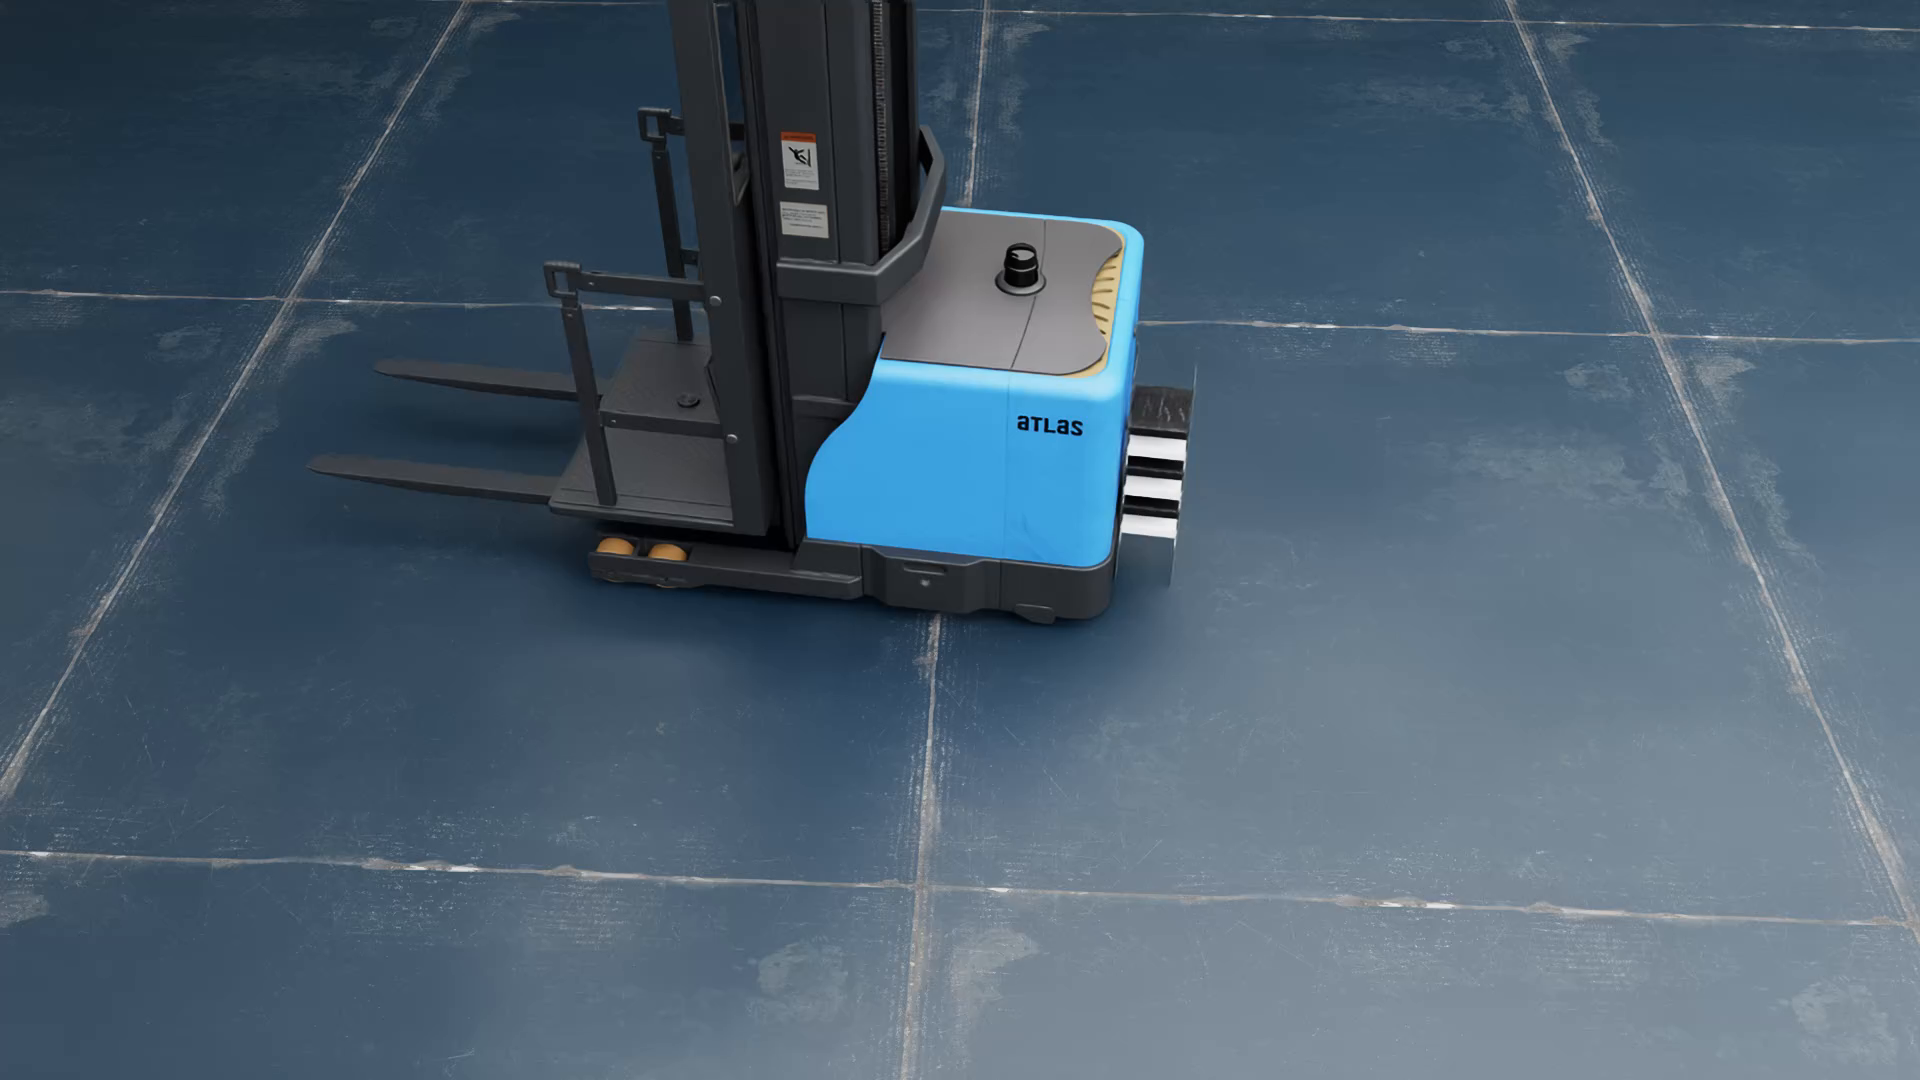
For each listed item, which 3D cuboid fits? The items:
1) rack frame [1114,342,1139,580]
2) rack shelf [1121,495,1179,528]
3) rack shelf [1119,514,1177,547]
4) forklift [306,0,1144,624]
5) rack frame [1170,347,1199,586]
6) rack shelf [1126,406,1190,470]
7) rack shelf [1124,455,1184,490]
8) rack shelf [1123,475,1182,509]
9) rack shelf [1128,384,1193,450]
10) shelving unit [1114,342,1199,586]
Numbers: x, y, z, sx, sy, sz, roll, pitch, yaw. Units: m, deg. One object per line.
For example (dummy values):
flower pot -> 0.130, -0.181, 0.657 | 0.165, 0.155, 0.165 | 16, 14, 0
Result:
rack frame -> 0.588, -0.264, 5.873 | 0.006, 0.900, 0.240 | 6, 43, 7
rack shelf -> 0.688, -0.163, 5.946 | 0.200, 0.077, 0.258 | 6, 43, 7
rack shelf -> 0.688, -0.097, 6.007 | 0.200, 0.077, 0.258 | 6, 43, 7
forklift -> -0.900, -1.245, 5.436 | 3.031, 2.935, 1.130 | 6, 43, 7
rack frame -> 0.789, -0.242, 5.850 | 0.006, 0.900, 0.240 | 6, 43, 7
rack shelf -> 0.688, -0.360, 5.761 | 0.200, 0.077, 0.258 | 6, 43, 7
rack shelf -> 0.688, -0.295, 5.823 | 0.200, 0.077, 0.258 | 6, 43, 7
rack shelf -> 0.688, -0.229, 5.884 | 0.200, 0.077, 0.258 | 6, 43, 7
rack shelf -> 0.688, -0.426, 5.700 | 0.200, 0.077, 0.258 | 6, 43, 7
shelving unit -> 0.688, -0.253, 5.861 | 0.210, 0.900, 0.258 | 6, 43, 7
